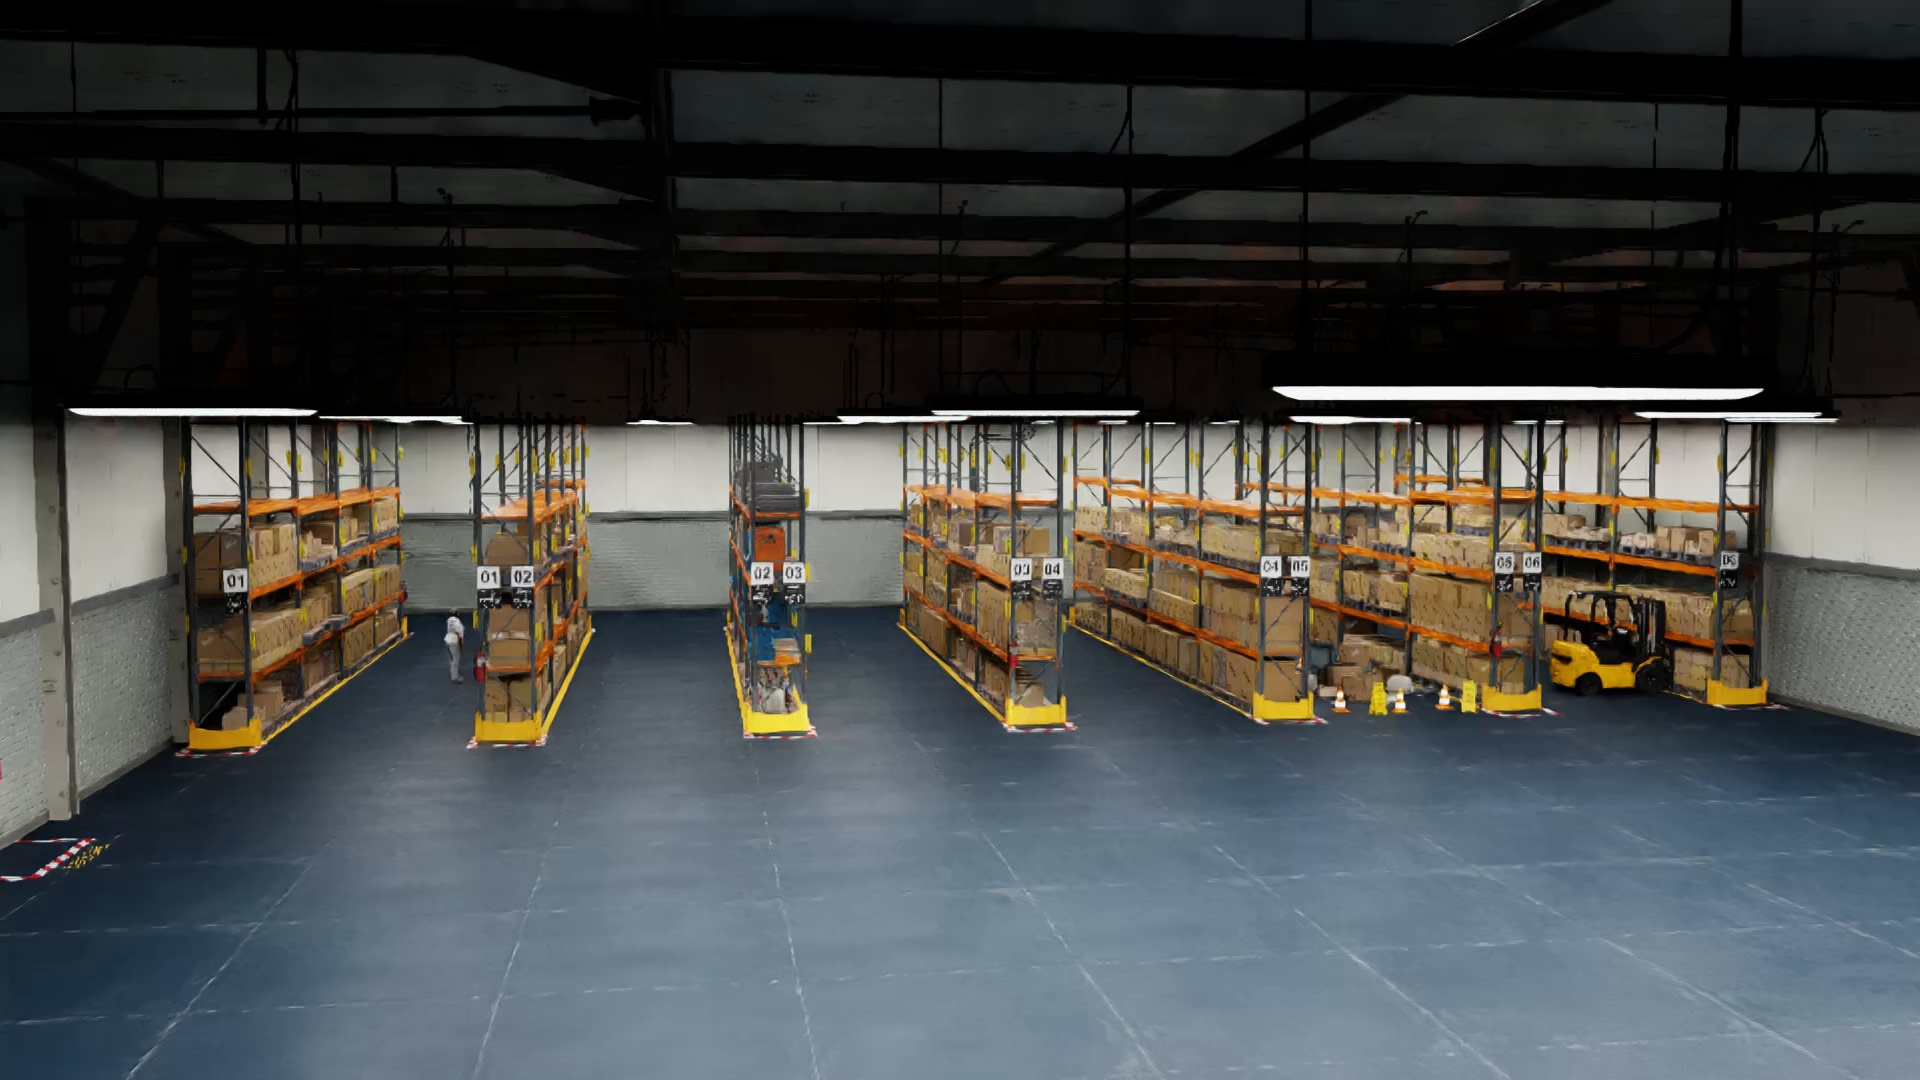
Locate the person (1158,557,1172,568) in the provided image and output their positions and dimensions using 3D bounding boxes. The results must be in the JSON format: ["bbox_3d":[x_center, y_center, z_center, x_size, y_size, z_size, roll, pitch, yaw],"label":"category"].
[{"bbox_3d":[6.321,1.380,50.705,0.483,1.770,0.753,-3,5,-42],"label":"person"}]

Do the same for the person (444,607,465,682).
[{"bbox_3d":[-11.353,2.337,37.445,0.449,1.671,0.533,-3,5,-40],"label":"person"}]

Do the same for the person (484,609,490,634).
[{"bbox_3d":[-12.855,1.831,45.285,0.495,1.589,1.086,0,4,-7],"label":"person"}]
